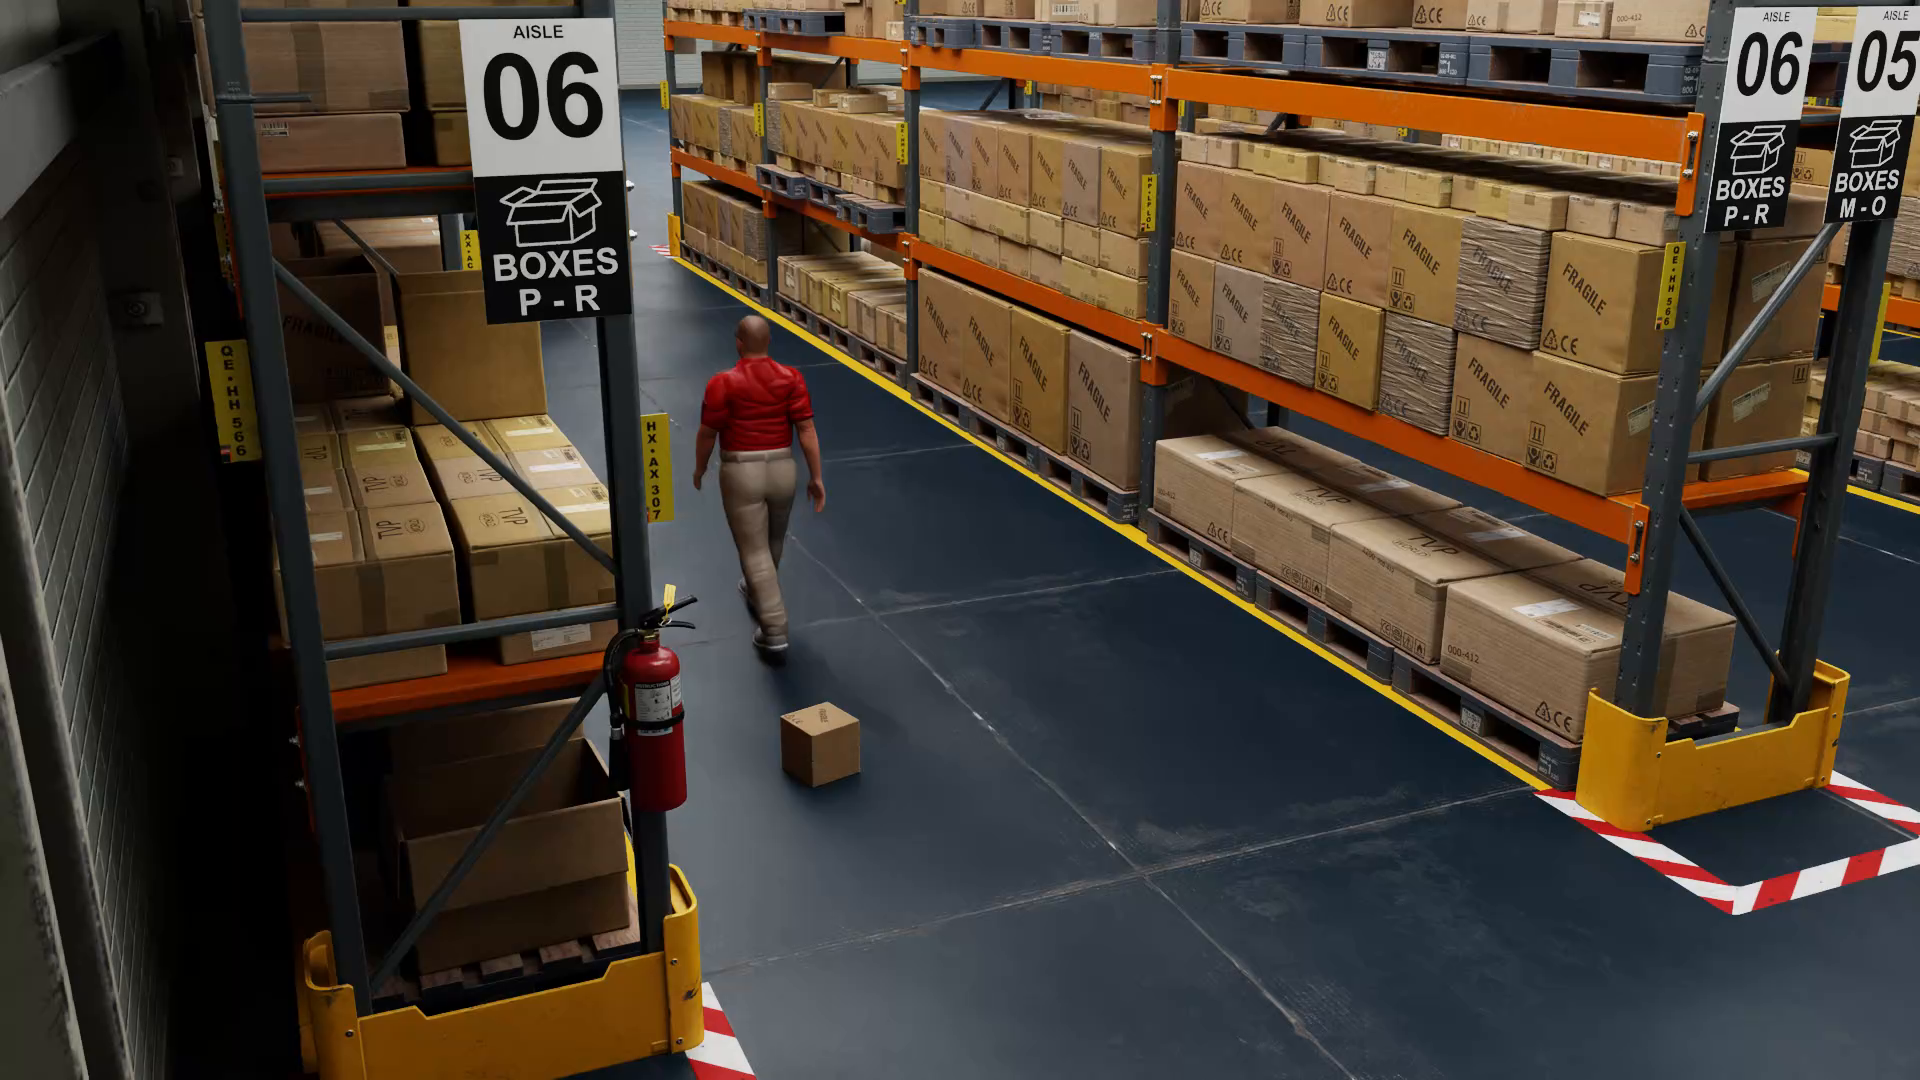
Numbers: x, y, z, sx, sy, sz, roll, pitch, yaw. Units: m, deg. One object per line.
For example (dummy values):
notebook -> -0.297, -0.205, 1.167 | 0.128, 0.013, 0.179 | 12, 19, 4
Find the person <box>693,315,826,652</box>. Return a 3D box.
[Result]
person -> -1.067, -0.349, 8.581 | 0.578, 1.662, 1.053 | -10, 21, -26
